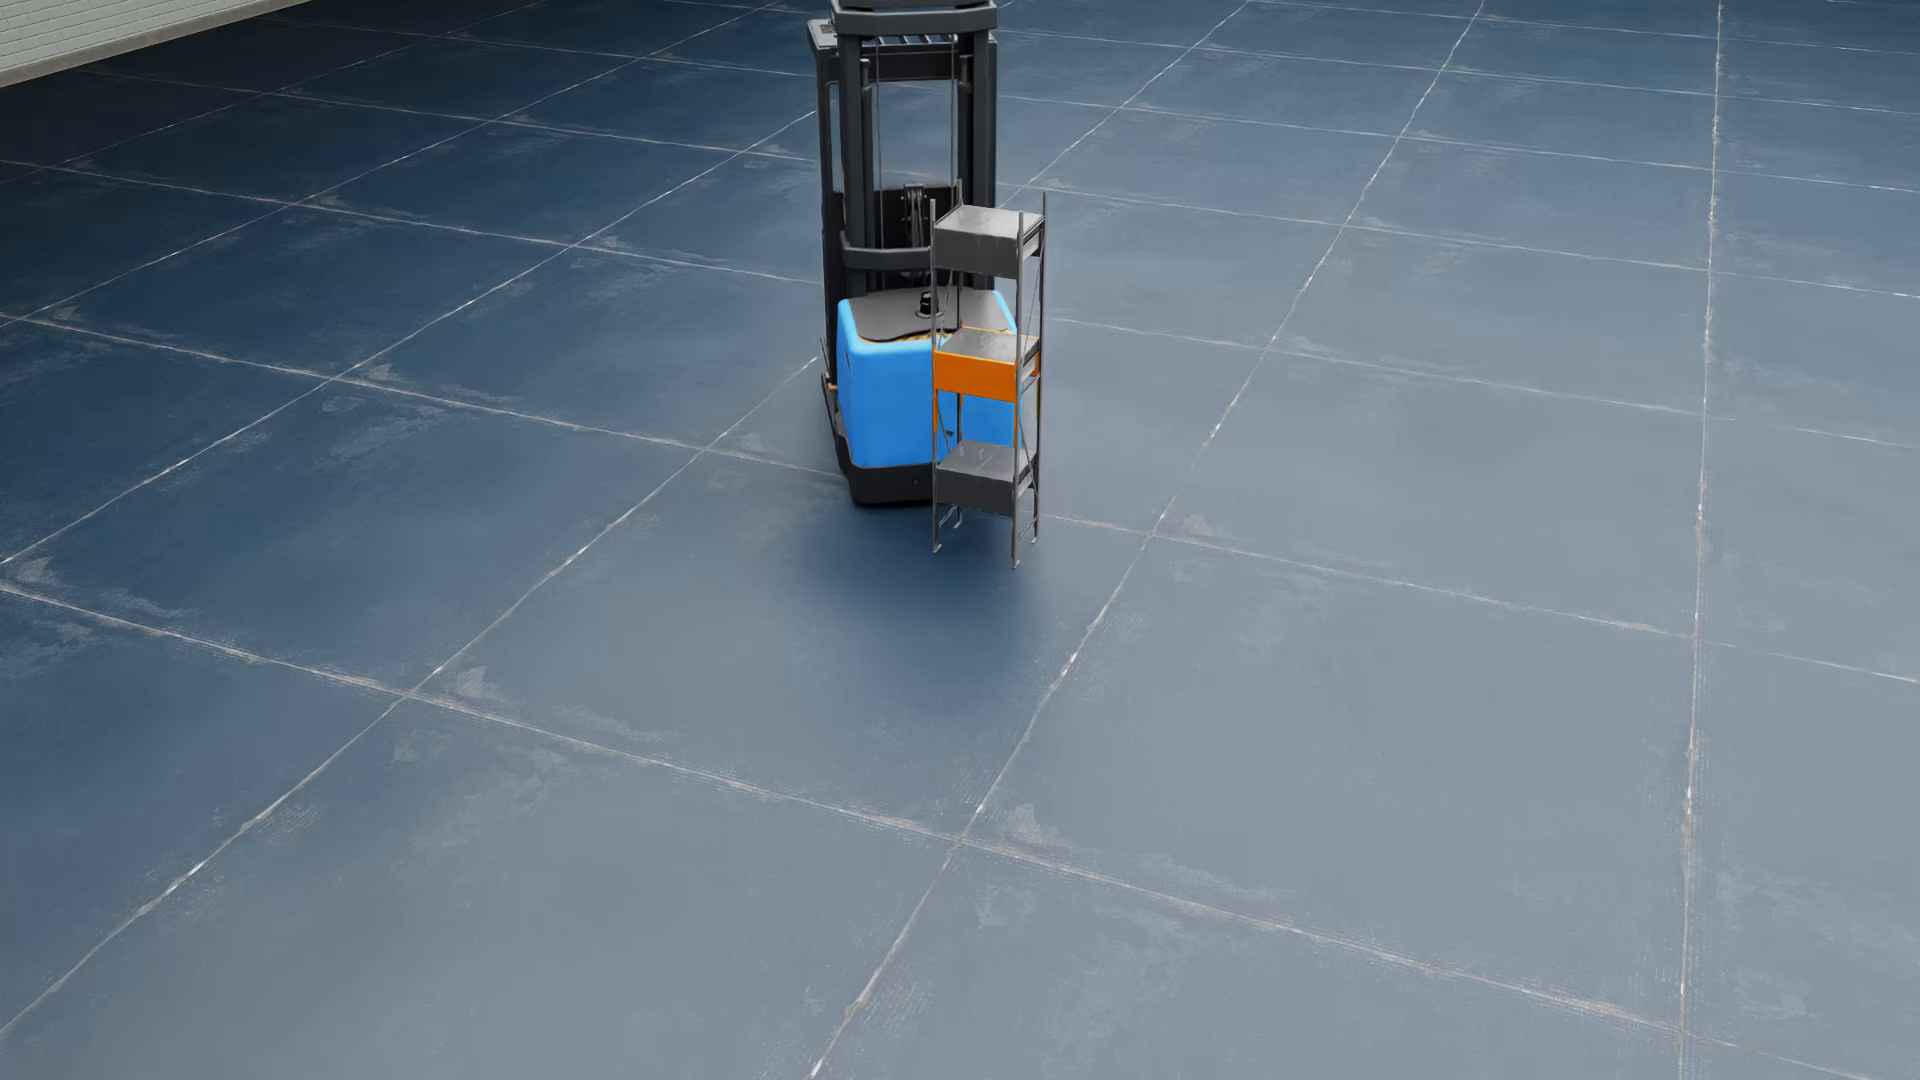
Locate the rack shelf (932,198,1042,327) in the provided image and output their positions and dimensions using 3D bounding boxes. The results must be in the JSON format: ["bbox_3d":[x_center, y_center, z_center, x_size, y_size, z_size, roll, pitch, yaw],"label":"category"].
[{"bbox_3d":[0.153,-1.481,8.841,0.480,0.518,0.431,11,31,19],"label":"rack shelf"}]

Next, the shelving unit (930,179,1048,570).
[{"bbox_3d":[0.153,-0.883,9.179,0.503,2.100,0.431,11,31,19],"label":"shelving unit"}]

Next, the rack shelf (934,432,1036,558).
[{"bbox_3d":[0.153,-0.262,9.530,0.480,0.518,0.431,11,31,19],"label":"rack shelf"}]

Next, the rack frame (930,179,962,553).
[{"bbox_3d":[-0.073,-0.929,9.259,0.015,2.100,0.400,11,31,19],"label":"rack frame"}]

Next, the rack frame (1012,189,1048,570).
[{"bbox_3d":[0.379,-0.838,9.099,0.015,2.100,0.400,11,31,19],"label":"rack frame"}]

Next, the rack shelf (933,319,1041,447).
[{"bbox_3d":[0.153,-0.872,9.186,0.480,0.518,0.431,11,31,19],"label":"rack shelf"}]

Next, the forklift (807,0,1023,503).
[{"bbox_3d":[-0.359,-2.201,10.666,1.130,2.935,3.031,-5,30,-8],"label":"forklift"}]
